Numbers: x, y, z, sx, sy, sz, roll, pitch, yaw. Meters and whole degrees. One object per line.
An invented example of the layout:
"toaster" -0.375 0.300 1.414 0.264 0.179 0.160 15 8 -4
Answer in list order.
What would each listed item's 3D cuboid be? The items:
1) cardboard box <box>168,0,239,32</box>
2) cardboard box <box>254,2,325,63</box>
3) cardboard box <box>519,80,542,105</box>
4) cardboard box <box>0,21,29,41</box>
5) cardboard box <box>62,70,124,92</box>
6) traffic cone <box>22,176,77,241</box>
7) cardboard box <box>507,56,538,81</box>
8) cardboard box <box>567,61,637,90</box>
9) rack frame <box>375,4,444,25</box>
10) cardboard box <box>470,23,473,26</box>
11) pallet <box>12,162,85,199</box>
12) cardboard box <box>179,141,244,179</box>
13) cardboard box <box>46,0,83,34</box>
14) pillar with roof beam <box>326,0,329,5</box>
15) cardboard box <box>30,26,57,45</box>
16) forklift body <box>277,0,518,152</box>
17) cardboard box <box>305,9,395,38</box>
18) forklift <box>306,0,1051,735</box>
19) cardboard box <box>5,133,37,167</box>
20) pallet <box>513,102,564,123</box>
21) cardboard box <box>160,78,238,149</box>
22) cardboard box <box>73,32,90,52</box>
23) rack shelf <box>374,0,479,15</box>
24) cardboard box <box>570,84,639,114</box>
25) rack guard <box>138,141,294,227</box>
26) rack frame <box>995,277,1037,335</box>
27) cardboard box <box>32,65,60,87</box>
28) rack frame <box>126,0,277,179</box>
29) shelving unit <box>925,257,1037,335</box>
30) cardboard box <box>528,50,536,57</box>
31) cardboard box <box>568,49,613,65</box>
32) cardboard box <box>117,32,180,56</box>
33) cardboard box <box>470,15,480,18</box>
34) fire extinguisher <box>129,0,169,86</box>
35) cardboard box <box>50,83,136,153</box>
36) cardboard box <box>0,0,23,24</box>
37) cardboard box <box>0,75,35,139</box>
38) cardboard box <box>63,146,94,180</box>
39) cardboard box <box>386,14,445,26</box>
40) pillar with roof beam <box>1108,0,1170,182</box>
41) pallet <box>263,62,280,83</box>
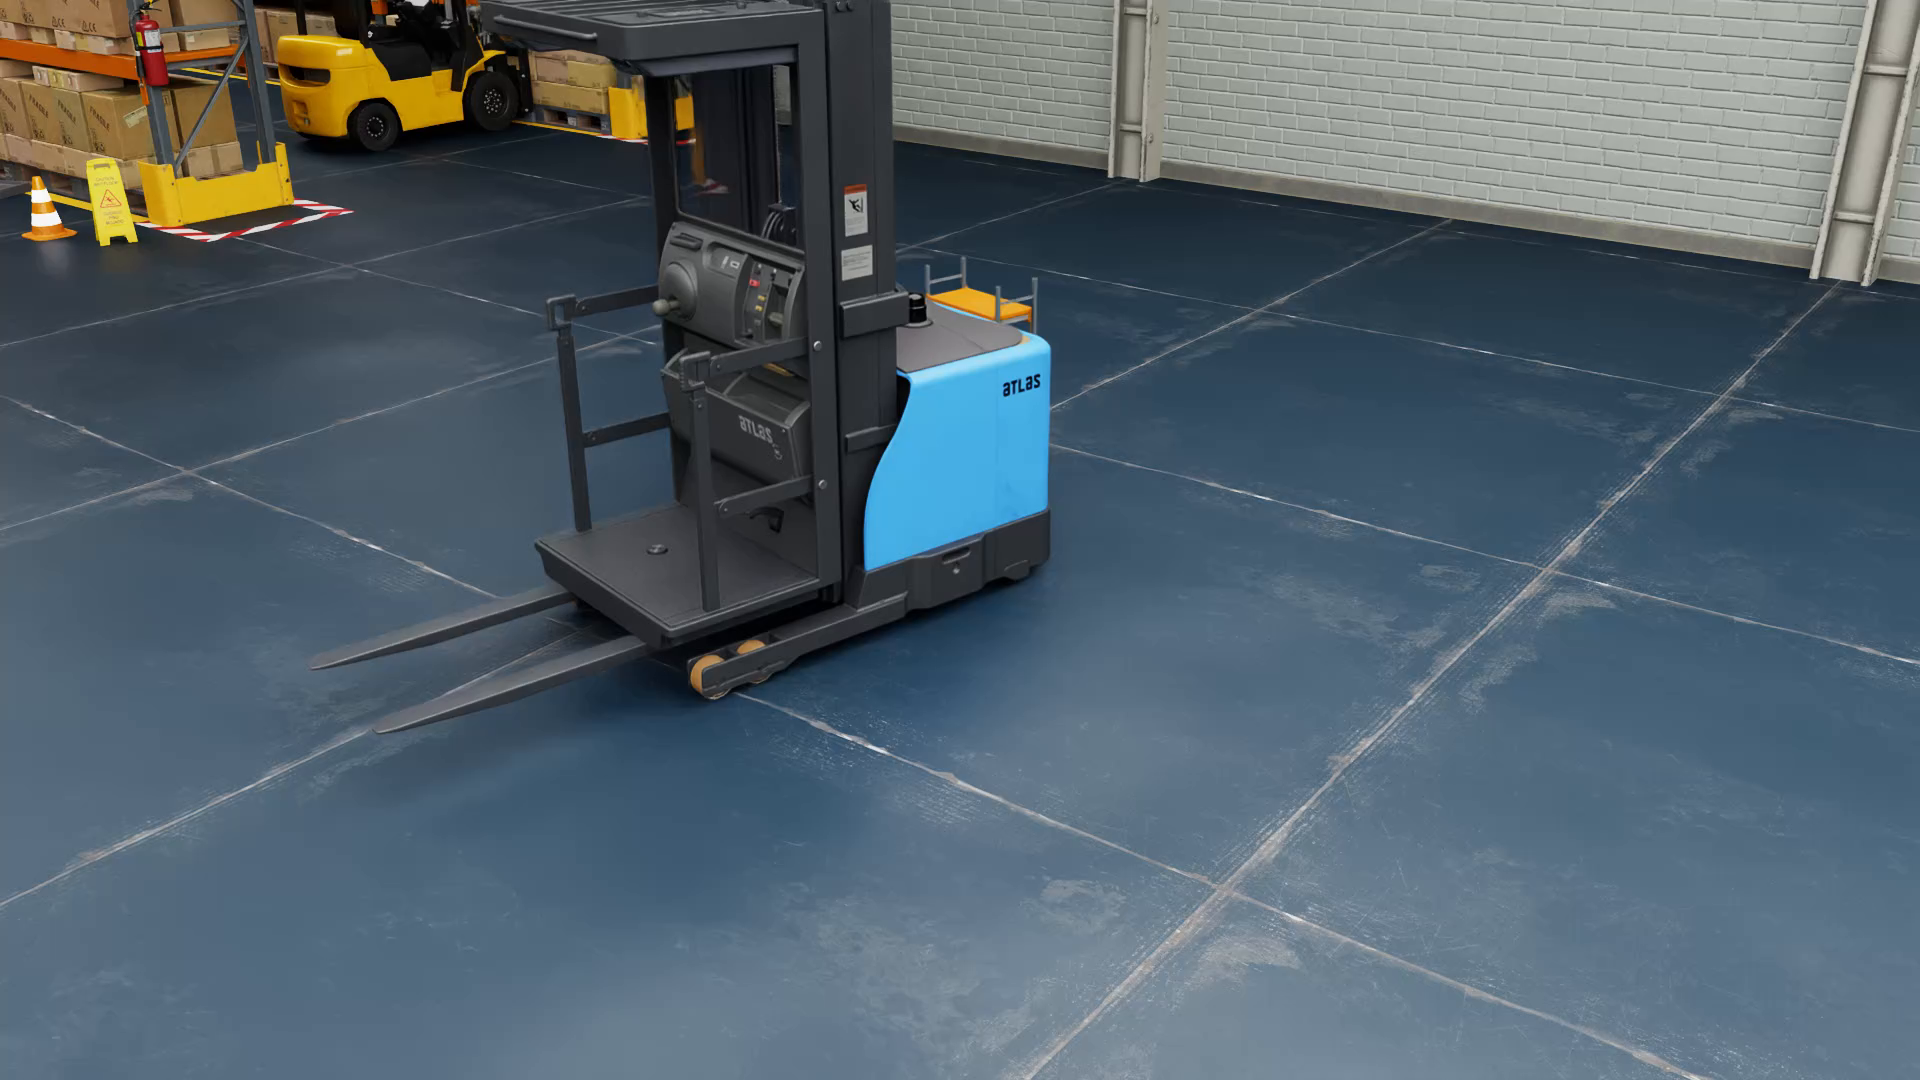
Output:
"cardboard box" -6.360 -4.504 13.759 0.500 0.500 0.500 16 29 33
"cardboard box" -8.556 -6.450 21.092 0.625 0.625 0.875 18 29 35
"cardboard box" -4.526 -4.913 18.070 0.500 0.250 0.500 17 29 34
"cardboard box" -8.052 -4.426 14.387 0.250 0.149 0.380 17 29 33
"cardboard box" -7.279 -3.869 13.965 0.250 0.149 0.380 18 29 35
"traffic cone" -7.265 -2.645 13.179 0.334 0.463 0.336 17 29 33
"cardboard box" -4.571 -5.143 17.971 0.500 0.250 0.500 16 28 32
"cardboard box" -3.750 -4.900 17.420 0.500 0.250 0.500 16 29 33
"rack frame" -6.374 -6.688 19.208 0.127 3.000 1.000 17 29 33
"cardboard box" -5.367 -5.617 18.428 0.500 0.250 0.500 18 29 35
"pallet" -7.809 -3.363 15.122 1.213 0.211 1.003 17 29 33
"cardboard box" -6.627 -3.336 14.491 0.500 0.250 0.500 17 29 33
"cardboard box" -7.145 -4.465 13.670 0.500 0.500 0.500 17 29 33
"pillar with roof beam" -10.573 -8.987 16.986 0.400 9.000 9.100 17 29 33
"cardboard box" -7.640 -4.311 14.126 0.250 0.149 0.380 16 29 33
"forklift body" -5.785 -5.202 16.889 1.214 2.155 2.313 17 29 33
"cardboard box" -7.415 -6.106 20.312 0.625 0.625 0.875 16 29 33
"forklift" -1.052 -0.971 6.318 3.031 2.935 1.130 -19 30 -36
"cardboard box" -8.178 -3.536 14.945 0.500 0.250 0.500 16 29 33
"pallet" -4.782 -4.911 18.634 1.213 0.211 1.003 17 29 33
"cardboard box" -6.646 -3.685 14.352 0.500 0.500 0.500 16 28 32
"cardboard box" -7.036 -4.119 13.689 0.250 0.149 0.380 16 29 32
"rack shelf" -4.774 -5.875 18.255 4.000 0.370 1.077 17 29 33
"cardboard box" -3.739 -4.666 17.509 0.500 0.250 0.500 17 29 34
"rack guard" -6.208 -2.992 13.922 0.348 0.500 1.175 17 29 33
"rack frame" 0.251 -0.594 7.610 0.240 1.200 0.015 -19 30 -37
"cardboard box" -7.688 -3.995 14.251 0.250 0.149 0.380 18 30 35
"rack frame" -6.147 -4.118 13.376 0.127 3.000 1.000 17 29 33
"shelving unit" 0.092 -0.669 7.780 0.258 1.200 0.503 -19 30 -37
"cardboard box" -4.551 -5.363 17.851 0.500 0.250 0.500 17 29 34
"cardboard box" -3.729 -5.122 17.305 0.500 0.250 0.500 18 29 35
"cardboard box" -6.575 -4.024 13.475 0.250 0.149 0.380 18 29 35
"cardboard box" -5.450 -5.905 19.081 0.500 0.250 0.500 16 29 33
"fire extinguisher" -6.332 -3.906 12.991 0.183 0.674 0.296 17 29 33
"cardboard box" -7.364 -3.630 14.227 0.500 0.500 0.500 18 30 35
"cardboard box" -7.937 -4.715 14.239 0.500 0.500 0.500 17 29 34
"cardboard box" -8.189 -3.881 14.797 0.500 0.500 0.500 19 30 36
"cardboard box" -7.365 -3.288 14.382 0.500 0.250 0.500 17 29 33
"cardboard box" -6.175 -5.861 18.981 0.500 0.250 0.500 16 29 33
"pillar with roof beam" -0.971 -6.085 10.400 0.400 9.000 9.100 17 29 33
"pallet" -7.967 -5.872 20.815 1.213 0.211 1.003 17 29 33
